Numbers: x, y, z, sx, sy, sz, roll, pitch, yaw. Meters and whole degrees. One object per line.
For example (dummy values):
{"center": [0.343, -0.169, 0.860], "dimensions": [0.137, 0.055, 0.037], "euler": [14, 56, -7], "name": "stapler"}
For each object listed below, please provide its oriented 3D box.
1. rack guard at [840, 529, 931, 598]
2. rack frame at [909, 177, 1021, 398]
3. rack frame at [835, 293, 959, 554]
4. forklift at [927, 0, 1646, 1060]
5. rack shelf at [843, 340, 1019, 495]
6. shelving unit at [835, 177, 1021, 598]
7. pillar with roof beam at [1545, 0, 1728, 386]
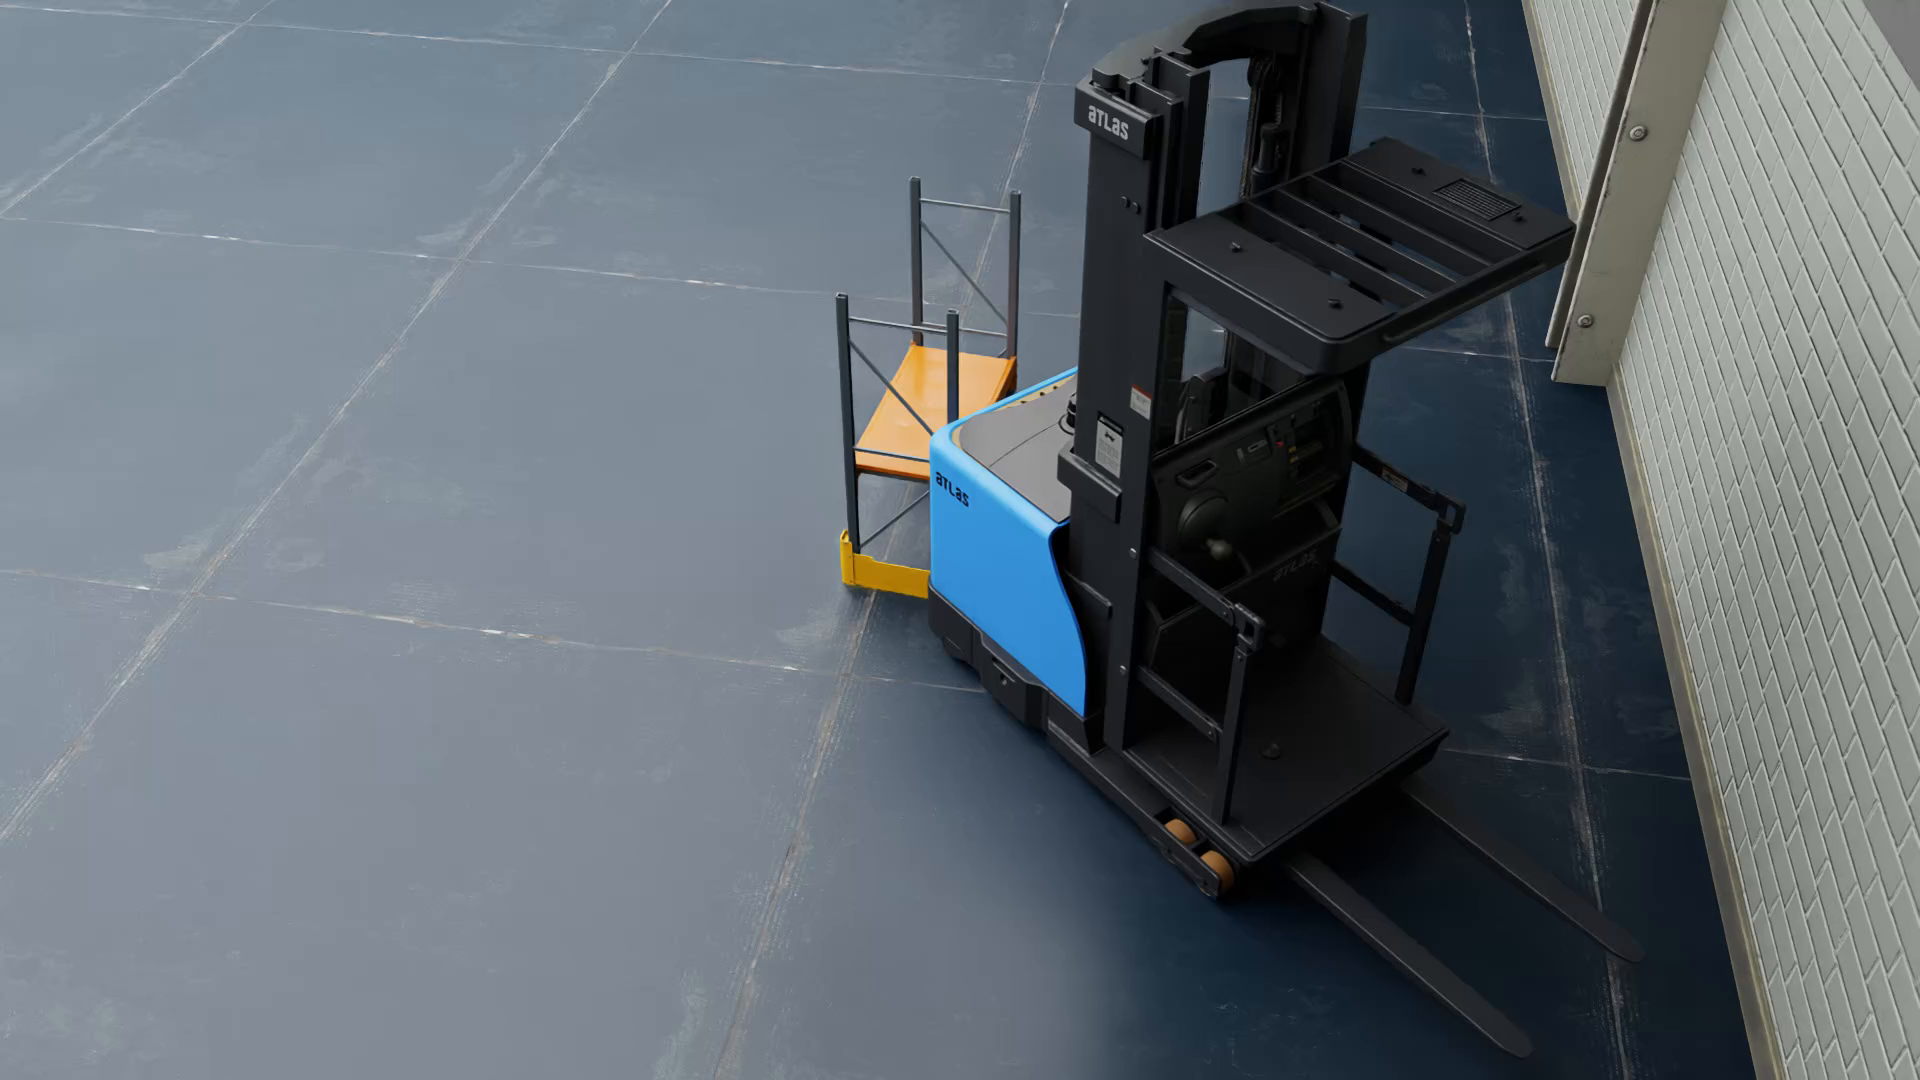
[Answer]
{"center": [-0.243, 0.120, 7.408], "dimensions": [0.587, 0.250, 0.087], "euler": [10, 41, 12], "name": "rack guard"}
{"center": [0.021, -0.974, 7.751], "dimensions": [0.500, 1.500, 0.032], "euler": [10, 41, 12], "name": "rack frame"}
{"center": [-0.248, -0.349, 6.995], "dimensions": [0.500, 1.500, 0.032], "euler": [10, 41, 12], "name": "rack frame"}
{"center": [1.159, -0.172, 5.658], "dimensions": [1.130, 2.935, 3.031], "euler": [-26, 46, -28], "name": "forklift"}
{"center": [-0.113, -0.523, 7.488], "dimensions": [0.538, 0.185, 1.000], "euler": [10, 41, 12], "name": "rack shelf"}
{"center": [-0.111, -0.667, 7.380], "dimensions": [0.587, 1.500, 1.083], "euler": [10, 41, 12], "name": "shelving unit"}
{"center": [-0.933, -4.886, 6.598], "dimensions": [9.100, 9.000, 0.400], "euler": [6, 40, 8], "name": "pillar with roof beam"}
